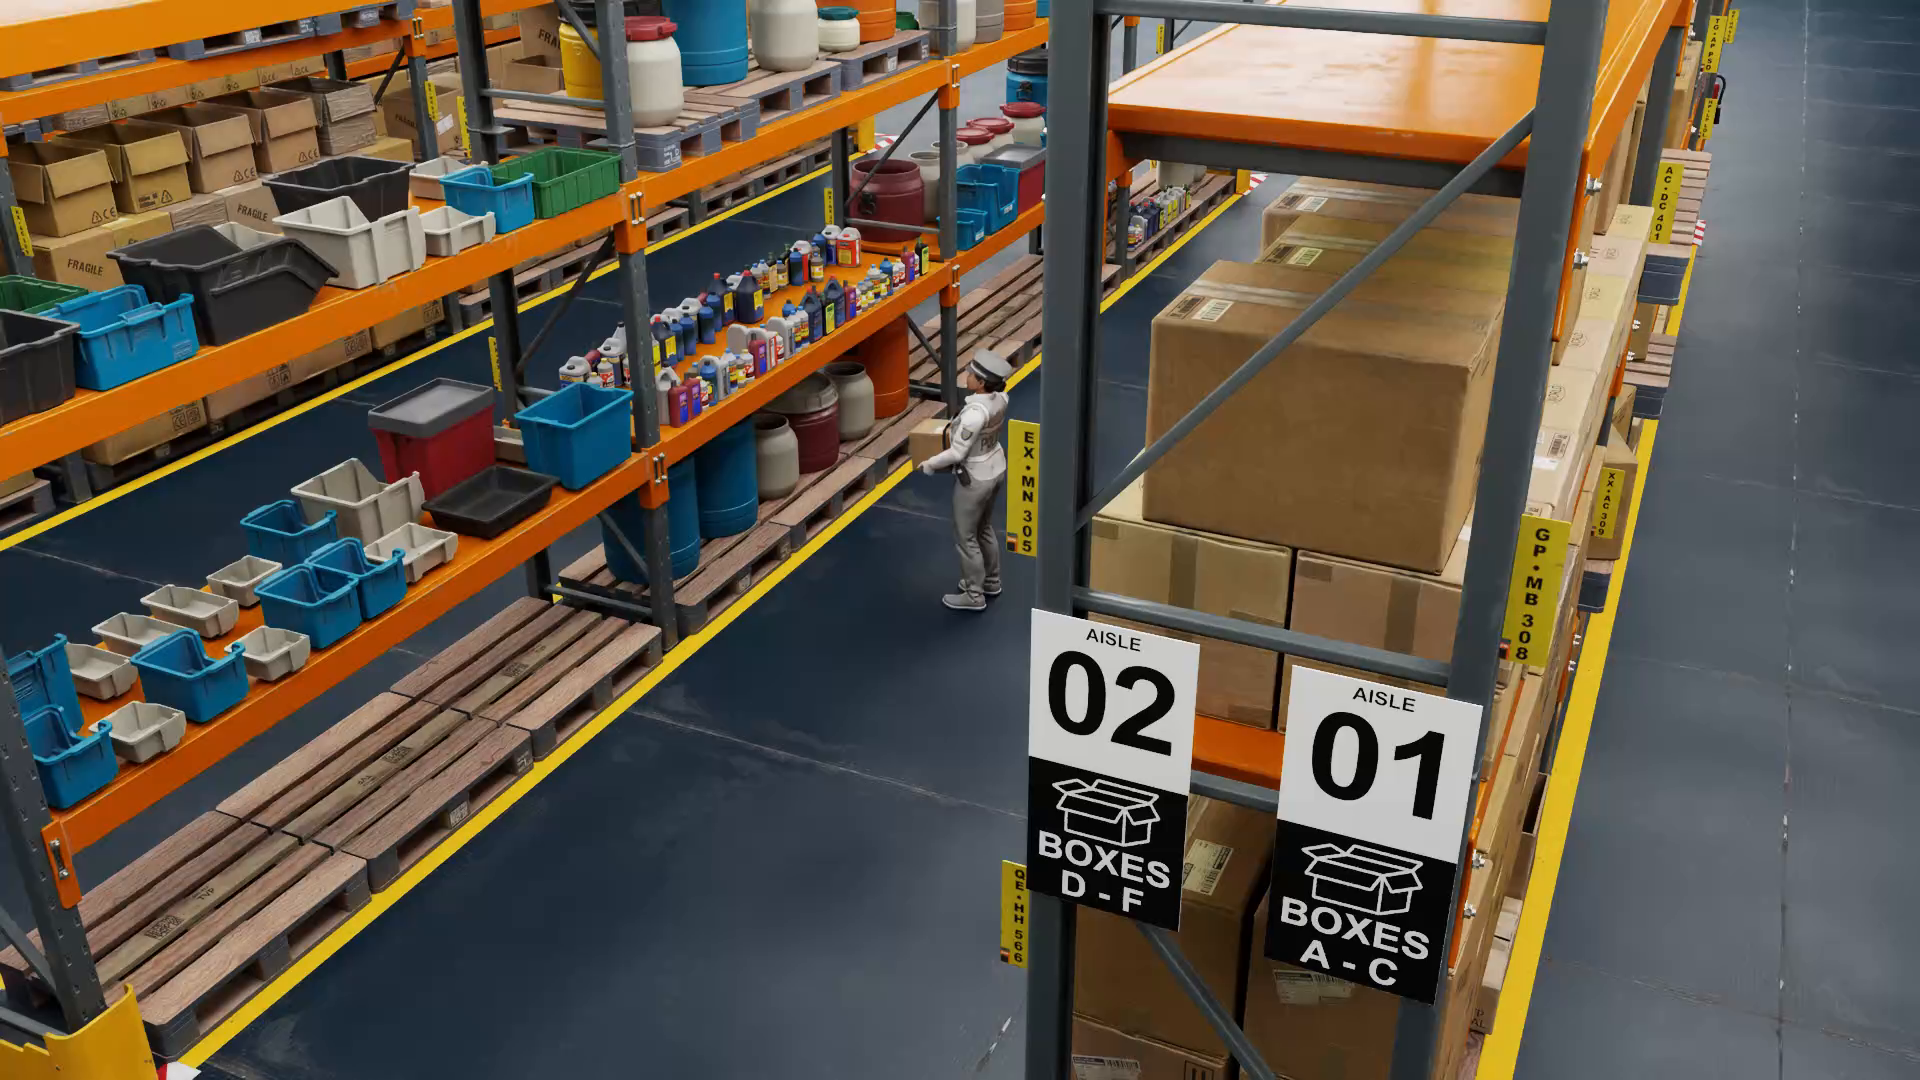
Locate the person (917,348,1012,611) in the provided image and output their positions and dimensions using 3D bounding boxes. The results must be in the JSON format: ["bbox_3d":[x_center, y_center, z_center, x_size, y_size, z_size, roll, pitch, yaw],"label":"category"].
[{"bbox_3d":[0.045,-0.389,10.175,0.557,1.686,0.460,12,29,22],"label":"person"}]
